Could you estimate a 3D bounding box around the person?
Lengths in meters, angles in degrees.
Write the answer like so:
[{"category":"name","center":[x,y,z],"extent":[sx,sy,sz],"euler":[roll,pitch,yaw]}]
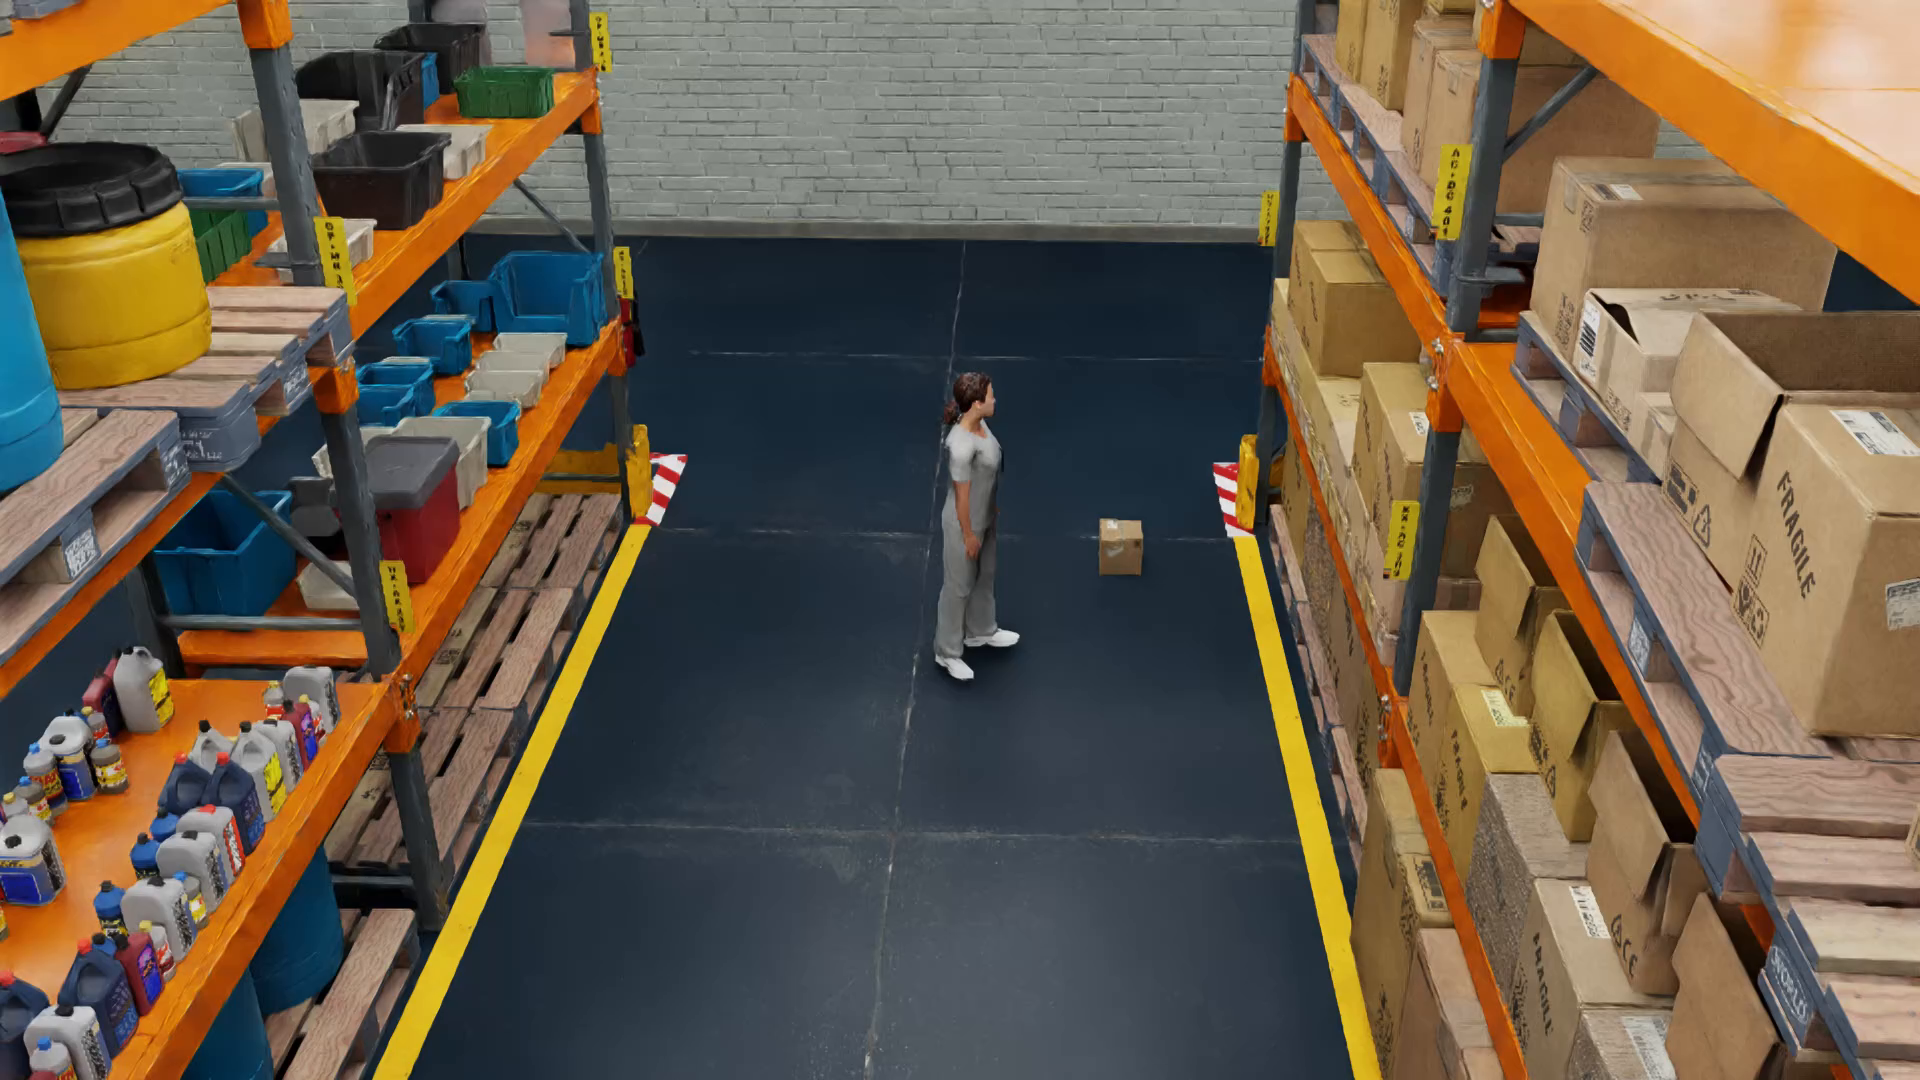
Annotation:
[{"category":"person","center":[0.081,-0.090,8.758],"extent":[0.411,1.659,0.528],"euler":[7,29,14]}]
